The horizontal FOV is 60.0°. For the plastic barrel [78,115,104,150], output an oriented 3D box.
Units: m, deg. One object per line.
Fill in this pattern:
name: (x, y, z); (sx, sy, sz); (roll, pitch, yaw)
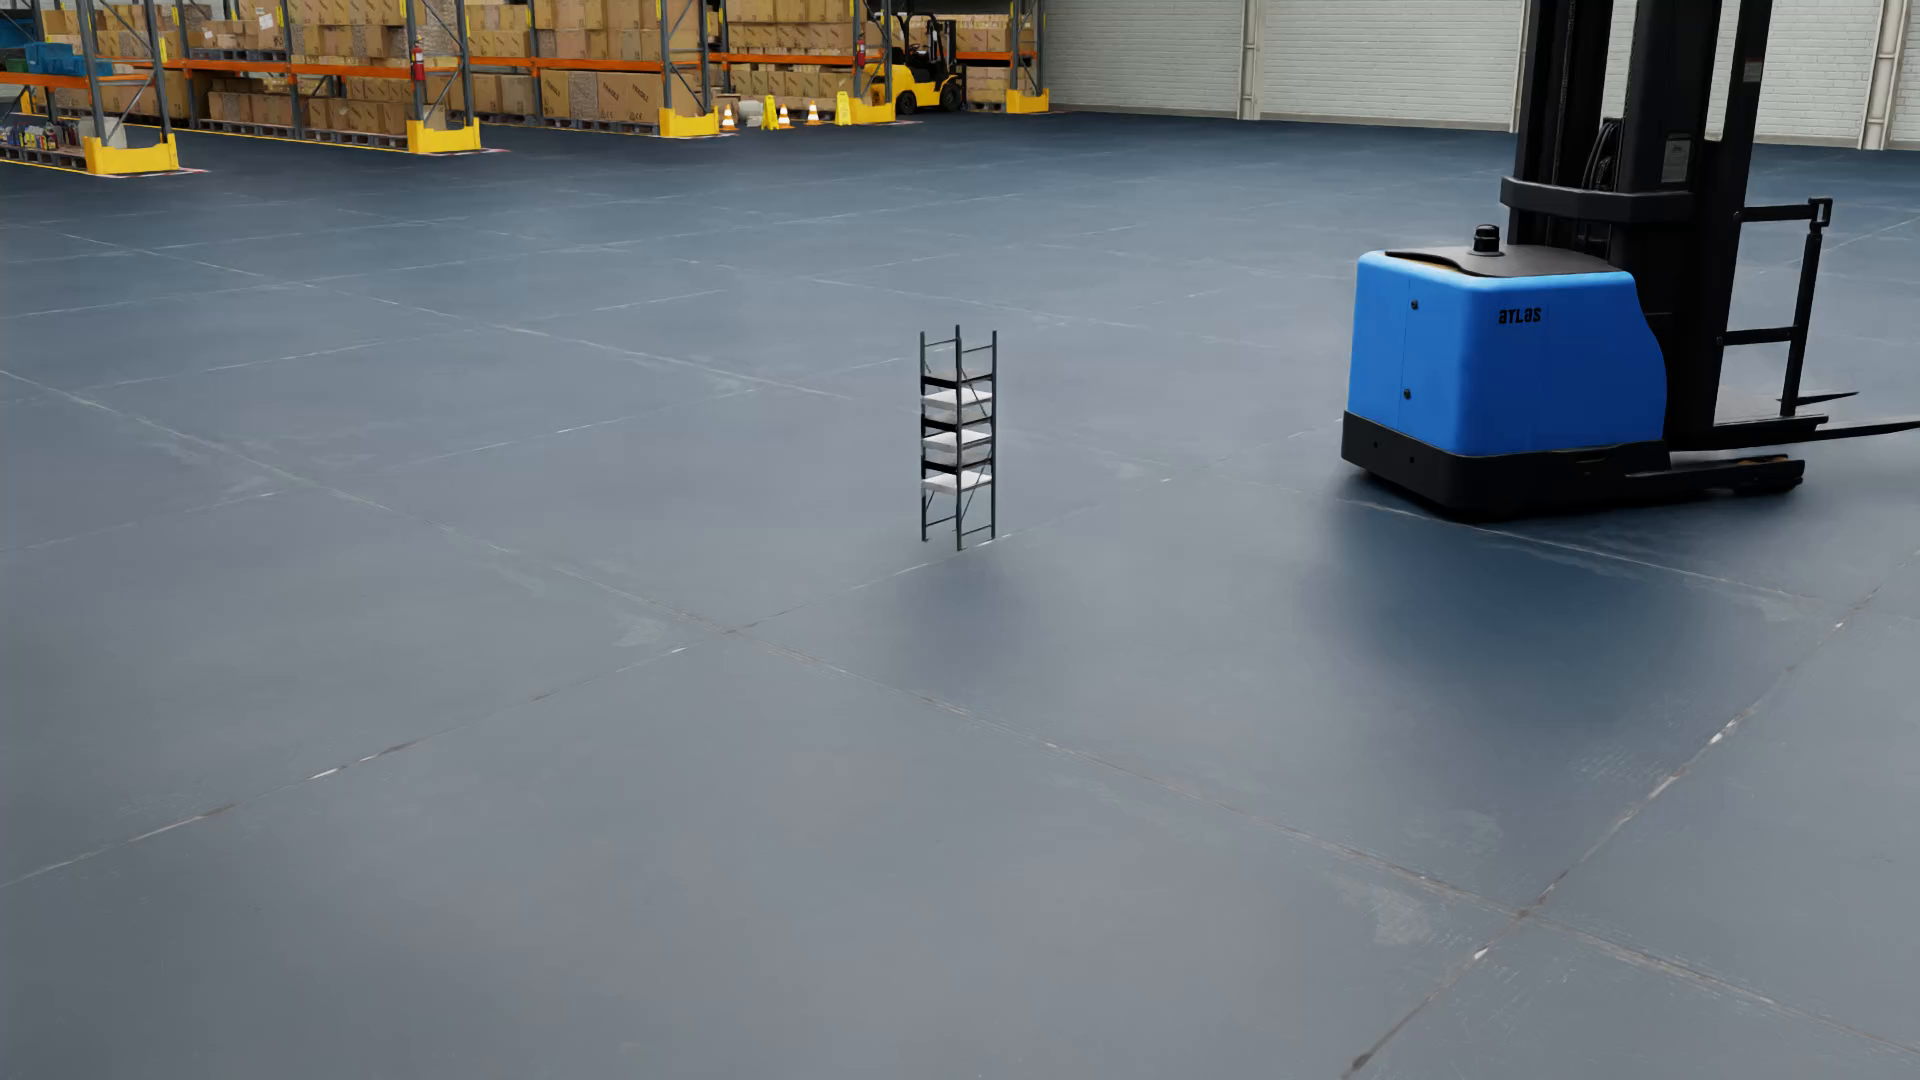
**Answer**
plastic barrel: (-12.560, -5.893, 24.141); (0.421, 0.512, 0.421); (0, 18, 0)

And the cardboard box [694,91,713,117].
cardboard box: (-5.475, -8.867, 33.994); (0.503, 0.637, 0.797); (15, 23, 39)

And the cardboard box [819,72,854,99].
cardboard box: (-2.549, -9.375, 34.304); (0.500, 0.500, 0.500); (15, 23, 40)

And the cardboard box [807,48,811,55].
cardboard box: (-2.950, -10.143, 34.529); (0.250, 0.149, 0.380); (15, 23, 40)

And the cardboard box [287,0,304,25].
cardboard box: (-11.178, -9.105, 28.533); (0.500, 0.500, 0.500); (15, 23, 39)

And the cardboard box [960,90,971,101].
cardboard box: (0.221, -10.267, 38.354); (0.500, 0.250, 0.500); (15, 23, 40)

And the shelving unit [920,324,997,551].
shelving unit: (-0.006, -0.431, 6.981); (0.210, 0.900, 0.258); (15, 23, 39)

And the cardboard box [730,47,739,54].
cardboard box: (-4.745, -10.574, 35.885); (0.250, 0.149, 0.380); (15, 23, 39)

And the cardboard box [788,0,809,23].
cardboard box: (-3.127, -10.928, 34.276); (0.500, 0.500, 0.700); (15, 23, 39)

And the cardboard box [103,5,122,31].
cardboard box: (-16.846, -10.593, 33.707); (0.637, 0.503, 0.797); (14, 23, 38)

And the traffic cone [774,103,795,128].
traffic cone: (-3.437, -8.292, 32.474); (0.334, 0.463, 0.336); (15, 23, 39)

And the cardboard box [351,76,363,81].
cardboard box: (-13.184, -10.347, 36.954); (0.500, 0.250, 0.500); (16, 24, 41)

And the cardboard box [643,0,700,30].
cardboard box: (-5.238, -9.555, 30.228); (0.550, 0.550, 0.875); (15, 23, 39)

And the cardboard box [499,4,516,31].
cardboard box: (-8.739, -10.414, 33.150); (0.500, 0.500, 0.700); (15, 23, 38)

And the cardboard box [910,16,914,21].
cardboard box: (-0.982, -12.239, 38.989); (0.250, 0.149, 0.380); (14, 23, 38)

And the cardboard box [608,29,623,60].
cardboard box: (-6.055, -9.268, 31.108); (0.550, 0.550, 0.875); (15, 23, 39)

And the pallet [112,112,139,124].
pallet: (-16.702, -8.726, 34.259); (1.213, 0.211, 1.003); (15, 23, 39)

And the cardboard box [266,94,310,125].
cardboard box: (-12.135, -7.833, 30.241); (0.500, 0.500, 0.700); (15, 23, 39)

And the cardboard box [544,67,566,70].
cardboard box: (-9.554, -11.337, 40.693); (0.875, 0.875, 0.875); (16, 24, 41)

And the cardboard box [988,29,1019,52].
cardboard box: (0.973, -11.237, 37.394); (0.500, 0.500, 0.500); (14, 23, 38)

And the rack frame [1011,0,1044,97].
rack frame: (1.516, -11.150, 37.285); (0.127, 3.000, 1.000); (15, 23, 39)

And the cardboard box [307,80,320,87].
cardboard box: (-14.809, -10.523, 38.347); (0.250, 0.149, 0.380); (15, 23, 39)

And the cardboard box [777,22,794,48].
cardboard box: (-3.475, -10.571, 34.805); (0.500, 0.500, 0.500); (15, 23, 40)

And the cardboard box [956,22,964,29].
cardboard box: (0.095, -11.765, 37.986); (0.250, 0.149, 0.380); (15, 23, 40)

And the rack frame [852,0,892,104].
rack frame: (-1.776, -10.026, 33.745); (0.127, 3.000, 1.000); (15, 23, 39)

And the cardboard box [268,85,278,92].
cardboard box: (-16.203, -10.745, 39.538); (0.250, 0.149, 0.380); (16, 24, 41)

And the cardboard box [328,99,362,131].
cardboard box: (-10.640, -7.393, 28.886); (0.500, 0.500, 0.500); (-10, 20, -28)

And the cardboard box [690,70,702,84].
cardboard box: (-6.842, -12.315, 44.396); (0.500, 0.500, 0.500); (15, 23, 39)

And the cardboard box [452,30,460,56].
cardboard box: (-10.054, -10.186, 34.082); (0.500, 0.500, 0.500); (15, 23, 39)

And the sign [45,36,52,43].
sign: (-14.260, -7.721, 26.023); (0.005, 0.325, 0.100); (15, 23, 39)

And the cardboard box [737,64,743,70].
cardboard box: (-5.565, -12.290, 43.243); (0.250, 0.149, 0.380); (16, 24, 41)

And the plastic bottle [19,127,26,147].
plastic bottle: (-14.068, -6.045, 24.964); (0.133, 0.283, 0.061); (16, 24, 42)

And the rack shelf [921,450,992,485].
rack shelf: (-0.006, -0.313, 7.018); (0.200, 0.077, 0.258); (15, 23, 39)

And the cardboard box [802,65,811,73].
cardboard box: (-3.054, -9.794, 34.552); (0.250, 0.149, 0.380); (16, 23, 40)

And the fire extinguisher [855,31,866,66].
fire extinguisher: (-1.997, -9.862, 33.355); (0.183, 0.674, 0.296); (15, 23, 39)

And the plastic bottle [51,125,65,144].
plastic bottle: (-13.897, -6.237, 25.580); (0.135, 0.276, 0.152); (15, 23, 39)

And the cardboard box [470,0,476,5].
cardboard box: (-12.107, -13.530, 41.894); (0.250, 0.149, 0.380); (14, 23, 38)

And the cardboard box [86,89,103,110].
cardboard box: (-17.770, -9.531, 35.004); (0.875, 0.875, 0.875); (15, 23, 39)

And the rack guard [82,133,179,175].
rack guard: (-11.730, -5.476, 23.541); (0.348, 0.500, 1.175); (15, 23, 39)

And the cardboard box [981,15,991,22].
cardboard box: (0.689, -11.762, 37.484); (0.250, 0.149, 0.380); (16, 23, 40)

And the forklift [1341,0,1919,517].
forklift: (3.441, -1.747, 7.771); (3.031, 2.935, 1.130); (-6, 19, -18)

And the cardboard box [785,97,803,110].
cardboard box: (-3.337, -9.227, 35.077); (0.500, 0.250, 0.500); (14, 22, 37)

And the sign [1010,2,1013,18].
sign: (1.145, -11.695, 36.696); (0.005, 0.325, 0.100); (15, 23, 39)

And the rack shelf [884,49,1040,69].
rack shelf: (0.020, -11.208, 38.660); (4.000, 0.370, 1.077); (15, 23, 39)

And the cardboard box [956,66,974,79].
cardboard box: (0.194, -10.738, 38.187); (0.500, 0.250, 0.500); (15, 23, 40)

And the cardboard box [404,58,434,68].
cardboard box: (-8.704, -7.675, 26.751); (0.250, 0.149, 0.380); (15, 23, 39)

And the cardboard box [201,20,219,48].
cardboard box: (-13.907, -9.539, 31.349); (0.500, 0.500, 0.500); (12, 21, 33)

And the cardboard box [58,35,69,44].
cardboard box: (-18.604, -10.499, 34.990); (0.500, 0.250, 0.500); (16, 23, 40)

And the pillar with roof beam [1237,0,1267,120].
pillar with roof beam: (3.223, -12.174, 30.596); (0.400, 9.000, 9.100); (15, 23, 39)

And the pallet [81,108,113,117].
pallet: (-17.846, -9.035, 35.230); (1.213, 0.211, 1.003); (15, 23, 39)

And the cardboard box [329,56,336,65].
cardboard box: (-10.434, -8.111, 28.125); (0.250, 0.149, 0.380); (15, 23, 39)

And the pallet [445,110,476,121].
pallet: (-10.430, -8.988, 35.082); (1.213, 0.211, 1.003); (15, 23, 39)

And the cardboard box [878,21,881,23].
cardboard box: (-1.879, -12.328, 39.761); (0.250, 0.149, 0.380); (16, 24, 41)
